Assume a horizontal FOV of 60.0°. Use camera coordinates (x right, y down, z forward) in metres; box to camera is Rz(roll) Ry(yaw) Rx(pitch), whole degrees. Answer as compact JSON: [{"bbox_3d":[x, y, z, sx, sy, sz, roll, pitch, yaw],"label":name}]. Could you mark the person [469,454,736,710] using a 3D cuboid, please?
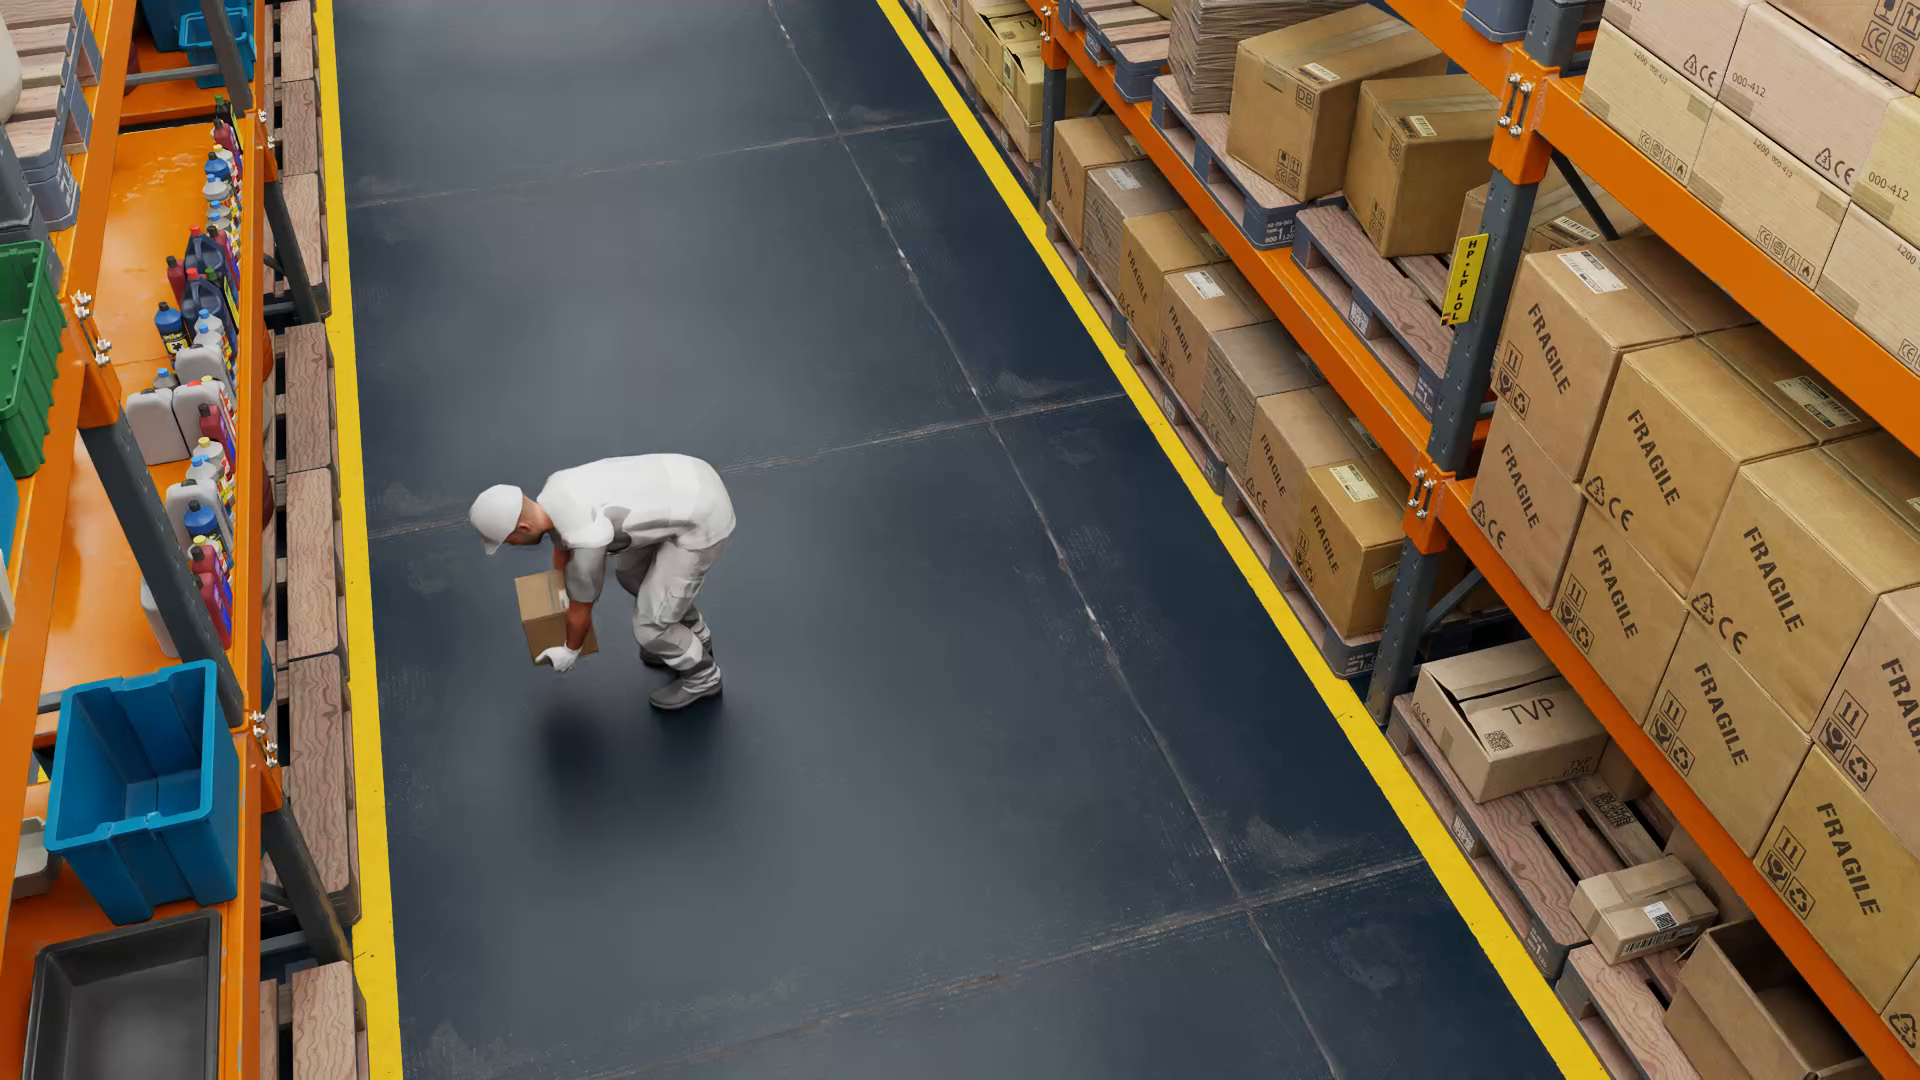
[{"bbox_3d":[-1.321,0.165,6.428,0.947,1.157,0.520,-14,44,-15],"label":"person"}]
